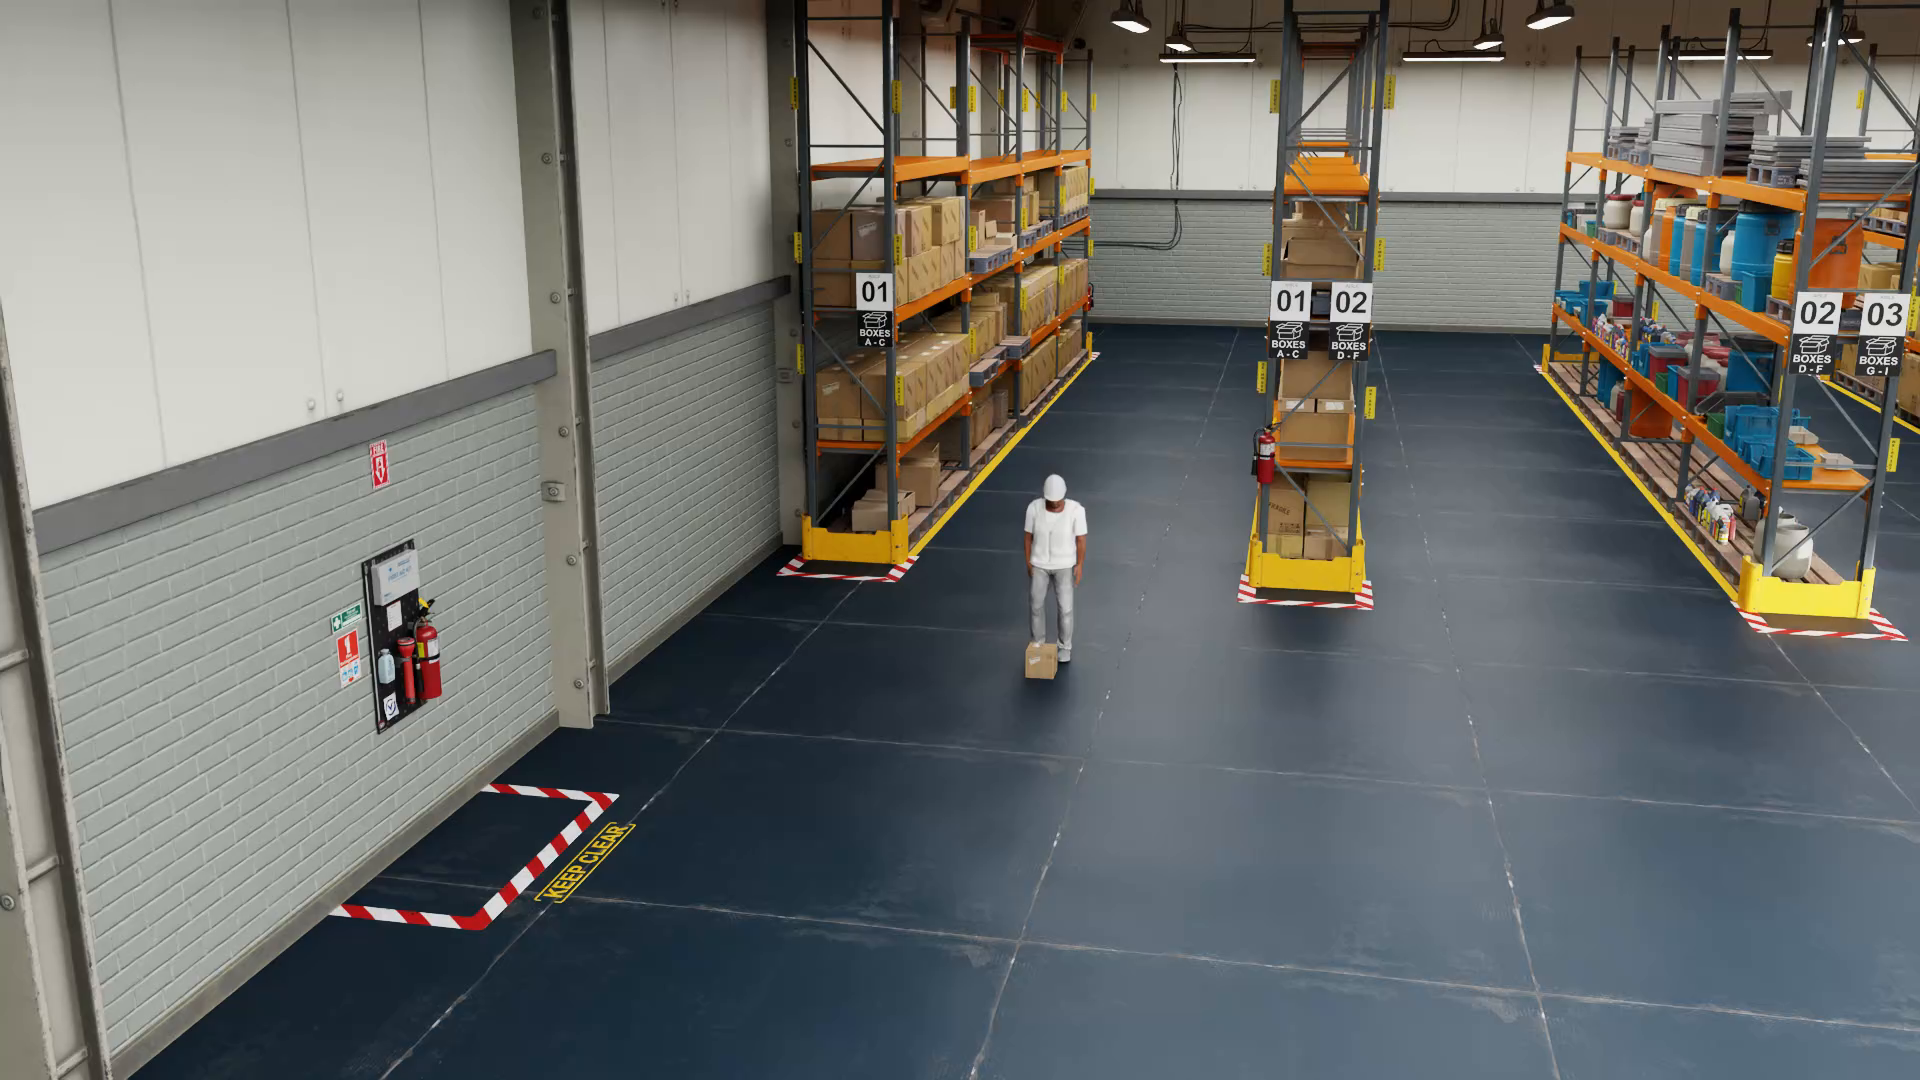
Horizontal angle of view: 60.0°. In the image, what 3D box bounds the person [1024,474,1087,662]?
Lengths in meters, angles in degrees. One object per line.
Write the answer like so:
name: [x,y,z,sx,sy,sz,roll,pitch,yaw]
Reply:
person: [0.856,0.244,15.085,0.581,1.739,0.409,3,15,12]
